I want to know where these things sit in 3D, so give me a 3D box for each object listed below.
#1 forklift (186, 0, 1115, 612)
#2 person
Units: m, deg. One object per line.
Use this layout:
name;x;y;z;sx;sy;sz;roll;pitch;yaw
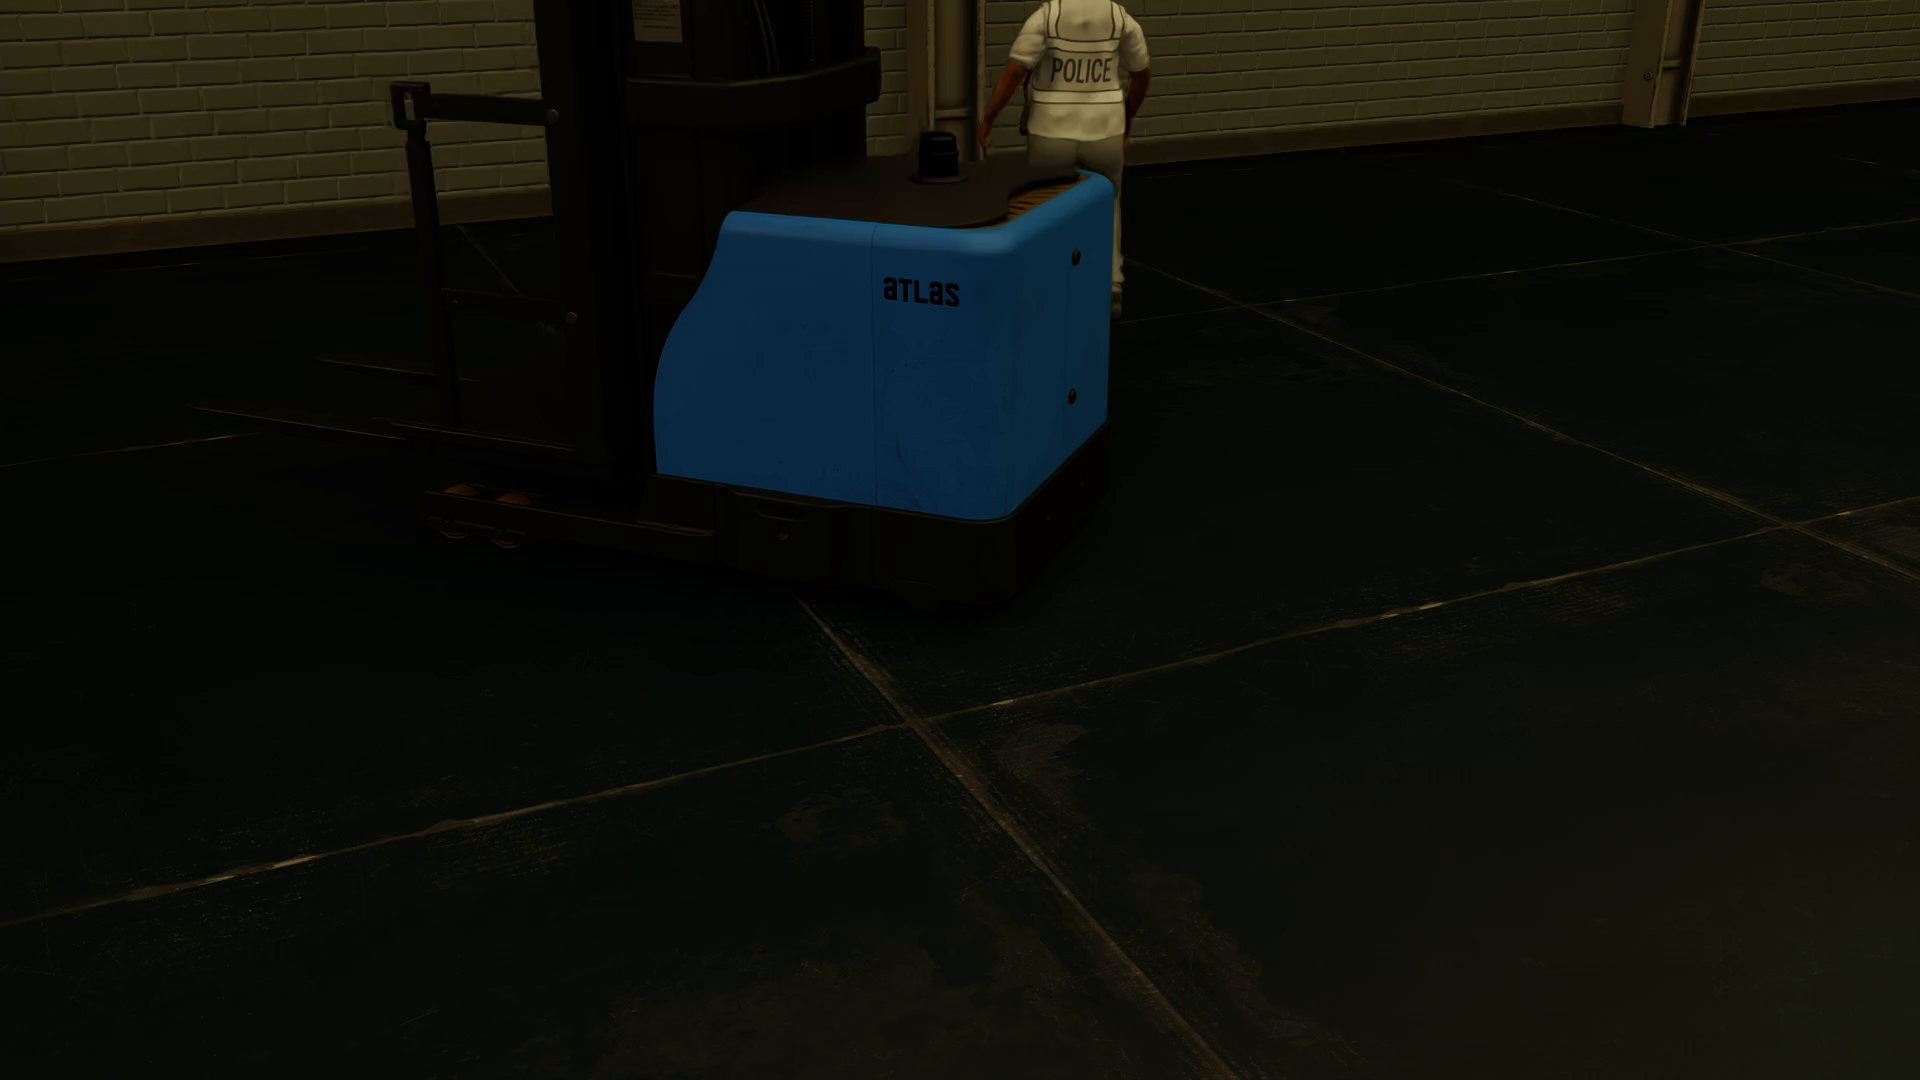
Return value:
forklift;-1.094;-1.504;4.905;3.031;2.935;1.130;9;24;20
person;0.446;-1.727;7.166;0.732;1.647;0.478;-1;23;-3
